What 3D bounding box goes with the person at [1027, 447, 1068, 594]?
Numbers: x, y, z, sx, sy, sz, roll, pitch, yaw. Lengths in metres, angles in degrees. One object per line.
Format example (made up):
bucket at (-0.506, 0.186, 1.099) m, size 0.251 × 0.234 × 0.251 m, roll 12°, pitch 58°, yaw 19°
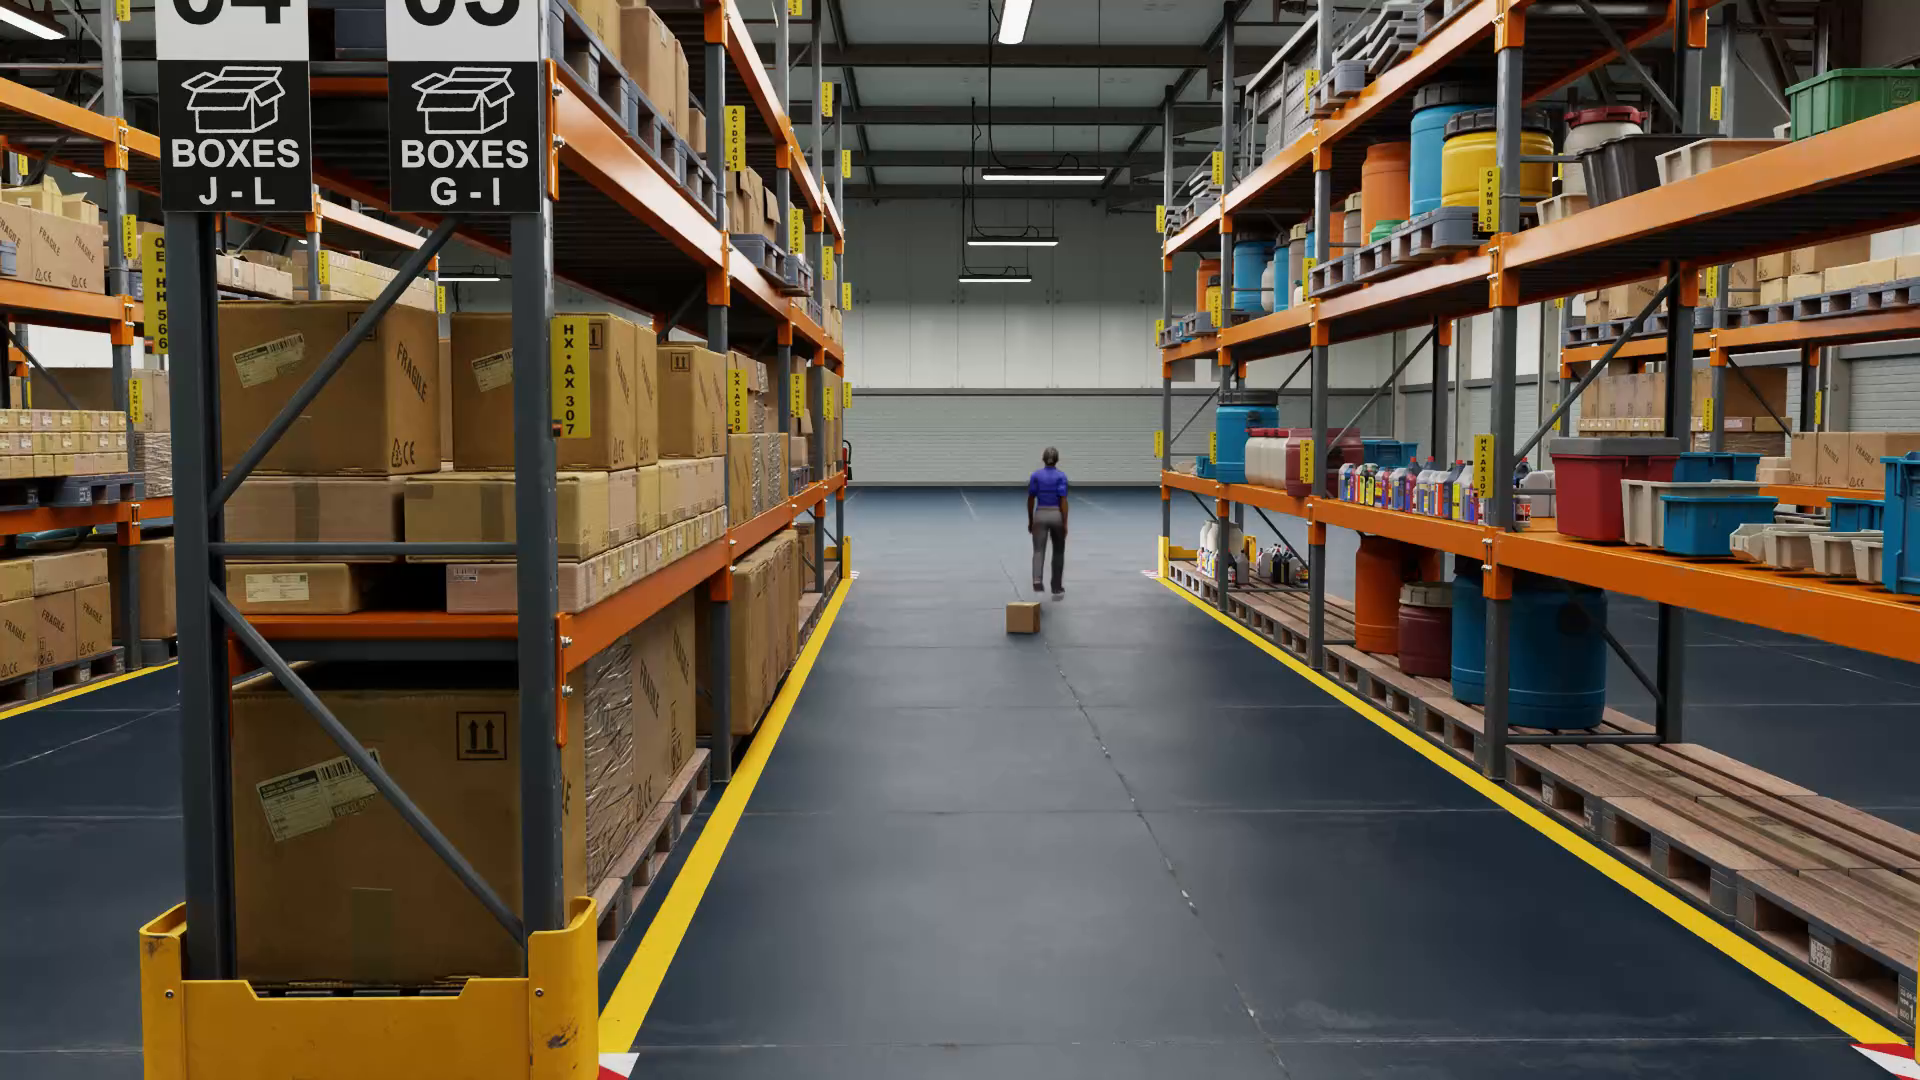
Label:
person at (0.948, -0.197, 17.976) m, size 0.459 × 1.592 × 0.927 m, roll 1°, pitch 4°, yaw 10°
